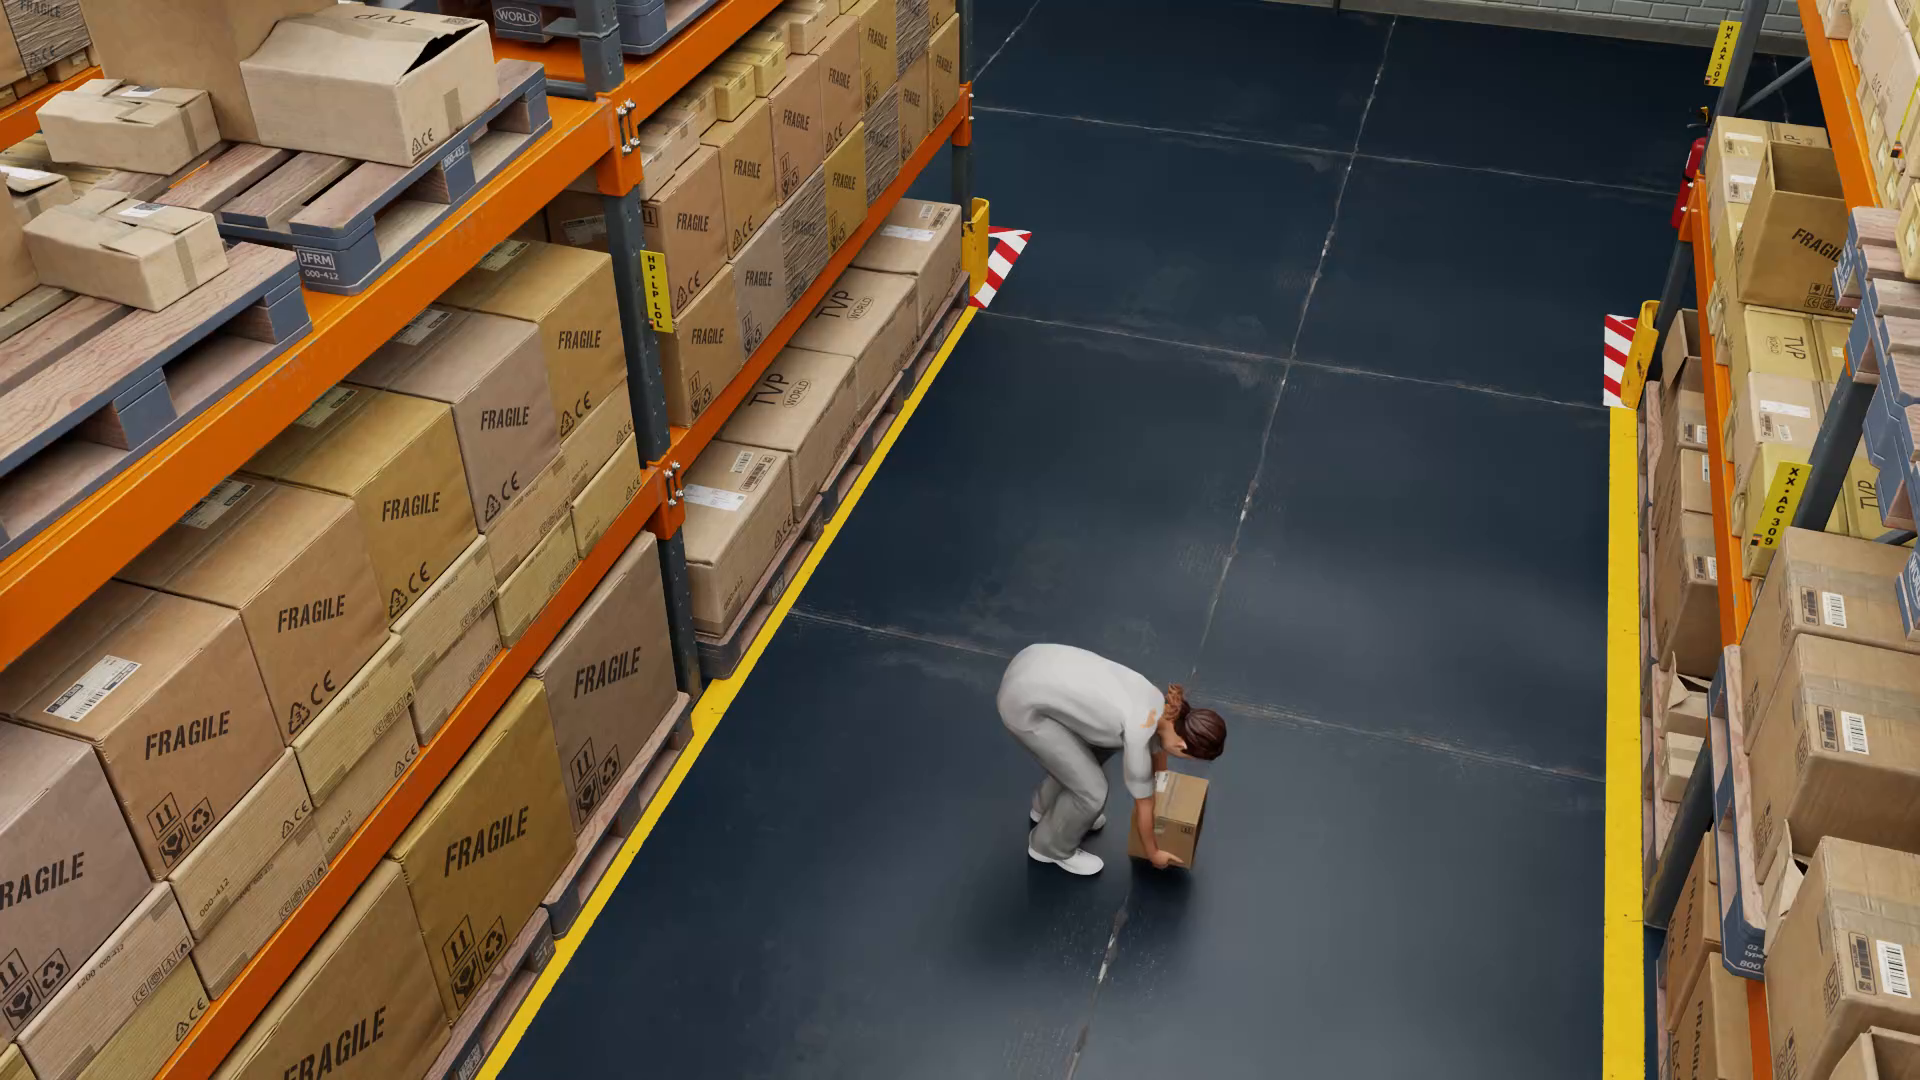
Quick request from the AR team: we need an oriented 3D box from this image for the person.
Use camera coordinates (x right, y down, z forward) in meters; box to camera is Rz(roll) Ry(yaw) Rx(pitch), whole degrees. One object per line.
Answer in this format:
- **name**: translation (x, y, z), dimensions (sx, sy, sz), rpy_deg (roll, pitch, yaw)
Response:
- **person**: translation (0.567, 0.851, 6.358), dimensions (0.858, 0.962, 0.451), rpy_deg (9, 38, 12)
